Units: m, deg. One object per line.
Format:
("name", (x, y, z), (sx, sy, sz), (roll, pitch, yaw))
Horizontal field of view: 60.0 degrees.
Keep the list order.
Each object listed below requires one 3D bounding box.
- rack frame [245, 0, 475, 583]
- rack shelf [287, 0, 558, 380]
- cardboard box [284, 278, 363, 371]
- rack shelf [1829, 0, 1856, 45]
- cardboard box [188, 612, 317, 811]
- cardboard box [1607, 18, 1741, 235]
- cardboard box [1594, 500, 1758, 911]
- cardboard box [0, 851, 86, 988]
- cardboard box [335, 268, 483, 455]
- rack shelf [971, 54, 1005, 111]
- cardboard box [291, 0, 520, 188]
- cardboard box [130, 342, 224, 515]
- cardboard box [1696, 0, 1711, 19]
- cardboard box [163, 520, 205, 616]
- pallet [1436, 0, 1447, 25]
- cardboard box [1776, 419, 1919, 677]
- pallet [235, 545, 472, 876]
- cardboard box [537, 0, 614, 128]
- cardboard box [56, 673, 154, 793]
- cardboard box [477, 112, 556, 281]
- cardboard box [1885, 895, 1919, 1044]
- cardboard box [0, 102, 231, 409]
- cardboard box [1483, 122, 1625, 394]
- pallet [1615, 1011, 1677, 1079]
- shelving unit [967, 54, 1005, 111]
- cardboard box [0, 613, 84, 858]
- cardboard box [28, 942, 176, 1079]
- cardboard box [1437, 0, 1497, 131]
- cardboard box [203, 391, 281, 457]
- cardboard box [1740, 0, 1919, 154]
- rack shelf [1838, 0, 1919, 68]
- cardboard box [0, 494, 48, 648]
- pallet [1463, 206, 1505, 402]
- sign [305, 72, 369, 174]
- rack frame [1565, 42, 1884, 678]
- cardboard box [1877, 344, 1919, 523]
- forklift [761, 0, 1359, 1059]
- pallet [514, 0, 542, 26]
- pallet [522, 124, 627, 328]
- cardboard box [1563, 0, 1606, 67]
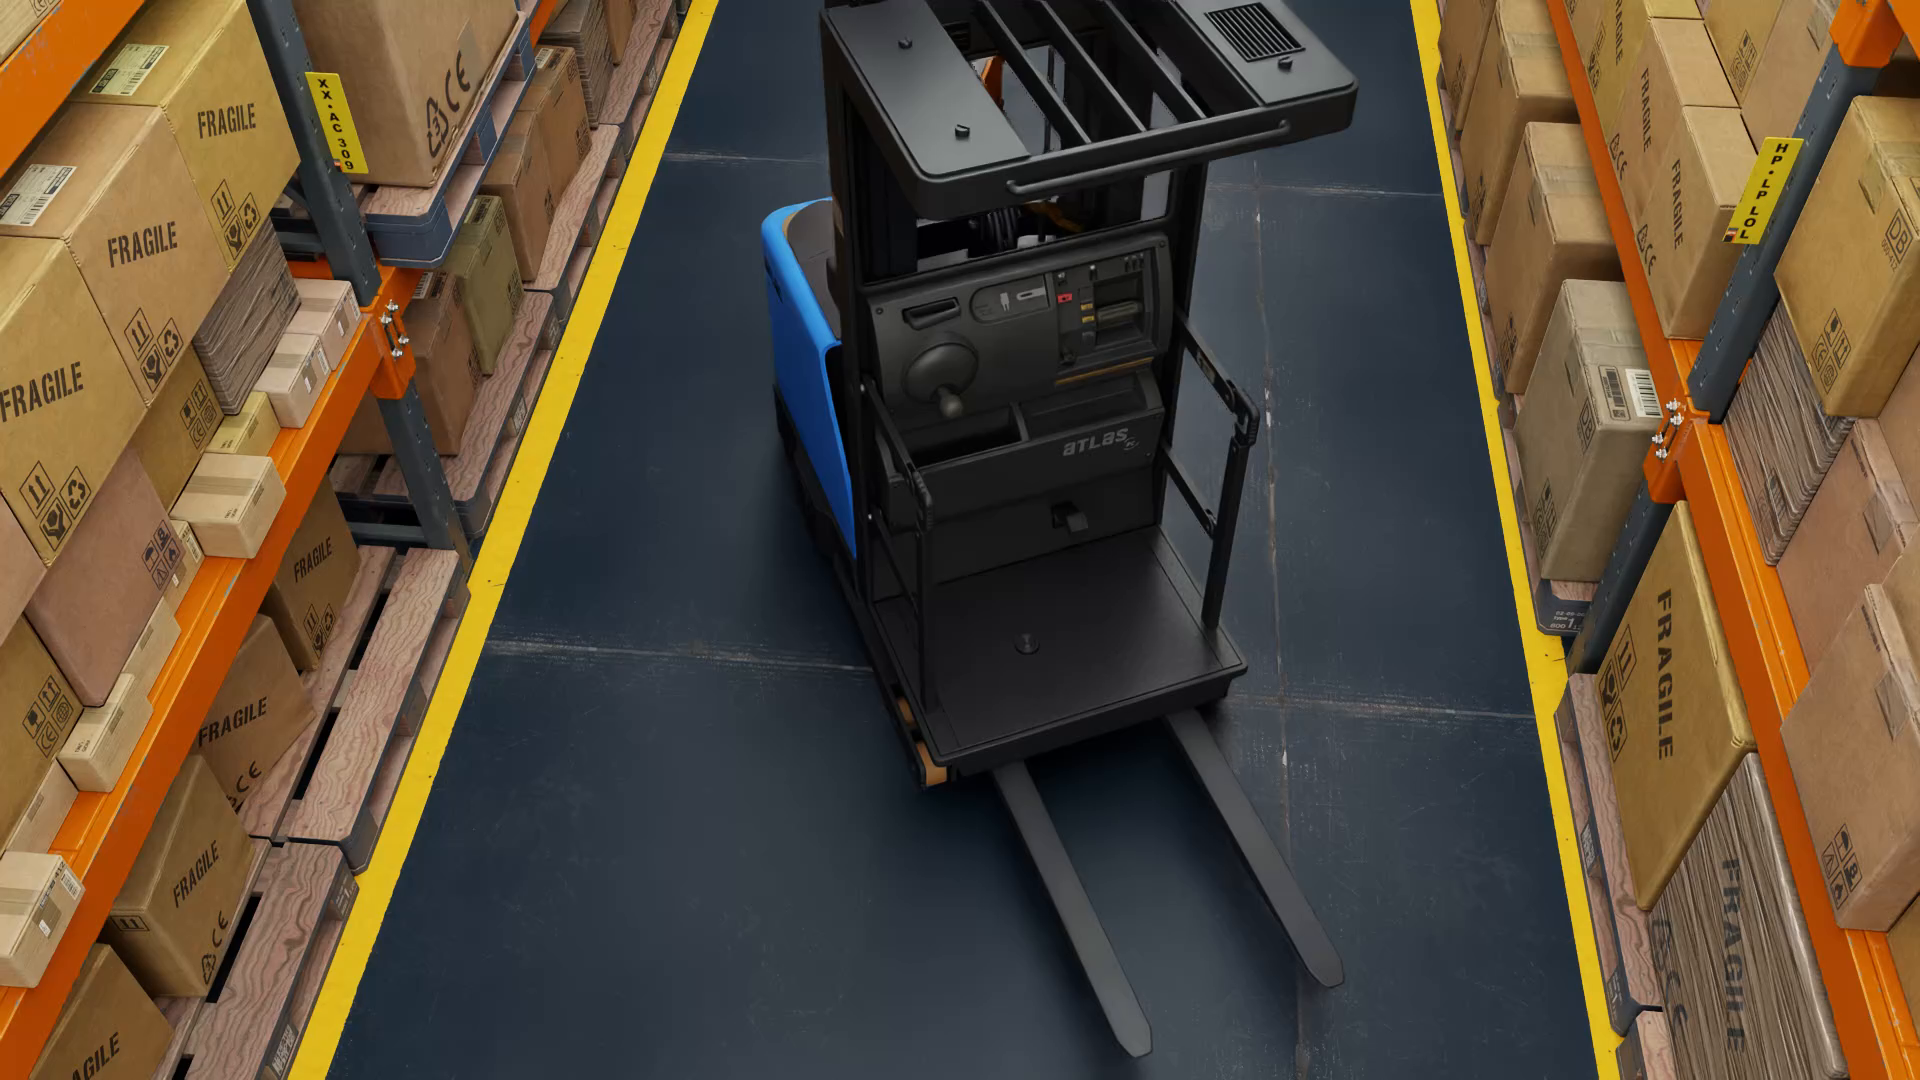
("rack frame", (-2.306, -0.916, 5.055), (1.000, 3.000, 0.127), (4, 48, 4))
("rack shelf", (-2.124, -2.143, 6.665), (1.077, 0.370, 4.000), (4, 48, 4))
("cardboard box", (-2.033, -0.654, 4.985), (0.380, 0.149, 0.250), (4, 48, 4))
("rack shelf", (2.806, -2.748, 5.185), (1.077, 0.370, 4.000), (4, 48, 4))
("cardboard box", (-2.427, 0.498, 5.171), (0.500, 0.500, 0.500), (18, 50, 16))
("cardboard box", (2.451, -1.315, 5.352), (0.500, 0.500, 0.500), (3, 48, 3))
("cardboard box", (2.497, 0.524, 4.893), (0.875, 0.875, 0.875), (5, 48, 4))
("cardboard box", (-2.174, 0.819, 3.639), (0.380, 0.149, 0.250), (4, 48, 4))
("cardboard box", (-2.229, -0.671, 6.227), (0.700, 0.500, 0.500), (1, 48, 1))
("rack shelf", (-0.098, -1.601, 6.310), (0.431, 0.518, 0.480), (11, 48, 10))
("cardboard box", (-2.094, -1.835, 5.204), (1.000, 1.000, 1.000), (4, 48, 4))
("cardboard box", (-2.489, -0.359, 4.276), (0.875, 0.500, 0.500), (4, 48, 4))
("cardboard box", (2.755, -1.994, 5.296), (0.700, 0.500, 0.500), (4, 48, 4))
("cardboard box", (-2.214, 0.075, 4.319), (0.380, 0.149, 0.250), (4, 48, 4))
("pallet", (3.061, -3.081, 8.925), (1.003, 0.211, 1.213), (4, 48, 4))
("cardboard box", (2.575, 0.119, 4.007), (0.875, 0.550, 0.550), (4, 48, 4))
("pallet", (-2.332, 0.521, 5.631), (1.003, 0.211, 1.213), (4, 48, 4))
("cardboard box", (-2.021, -2.258, 7.678), (0.700, 0.500, 0.500), (0, 48, 0))
("cardboard box", (-2.184, 0.448, 3.978), (0.380, 0.149, 0.250), (4, 48, 4))
("cardboard box", (-2.116, -1.431, 6.922), (0.700, 0.500, 0.500), (0, 48, 0))
("cardboard box", (2.460, 0.904, 3.289), (0.875, 0.550, 0.500), (4, 48, 4))
("cardboard box", (-2.117, -0.671, 3.884), (0.500, 0.500, 0.500), (4, 48, 4))
("cardboard box", (2.683, -1.062, 6.428), (1.050, 0.750, 0.750), (4, 48, 4))
("pallet", (2.368, 1.885, 4.383), (1.003, 0.211, 1.213), (4, 48, 4))
("shelving unit", (-0.098, -1.610, 6.300), (0.431, 2.100, 0.503), (11, 48, 10))
("cardboard box", (-2.521, 0.380, 3.600), (0.875, 0.500, 0.500), (4, 48, 4))
("cardboard box", (-2.501, 1.367, 4.376), (0.500, 0.500, 0.500), (8, 48, 7))
("cardboard box", (2.843, -2.389, 7.642), (1.050, 0.750, 0.750), (3, 48, 3))
("cardboard box", (-2.148, -0.291, 4.654), (0.380, 0.149, 0.250), (4, 48, 4))
("cardboard box", (2.663, -1.245, 4.610), (0.700, 0.500, 0.500), (3, 48, 3))
("rack shelf", (2.442, 0.192, 2.497), (1.077, 0.370, 4.000), (4, 48, 4))
("cardboard box", (-2.213, 0.063, 3.212), (0.500, 0.500, 0.500), (4, 48, 4))
("pallet", (2.728, -1.038, 7.057), (1.003, 0.211, 1.213), (4, 48, 4))
("sign", (-1.765, -1.178, 4.708), (0.100, 0.325, 0.005), (4, 48, 4))
("rack frame", (2.624, -0.508, 4.682), (1.000, 3.000, 0.127), (4, 48, 4))
("cardboard box", (2.622, -0.243, 3.606), (0.875, 0.550, 0.550), (4, 48, 4))
("forklift", (0.269, -0.528, 4.747), (1.130, 2.935, 3.031), (-15, 49, -14))
("pallet", (-2.081, -2.333, 6.481), (1.003, 0.211, 1.213), (4, 48, 4))
("pallet", (-2.128, -1.446, 7.430), (1.003, 0.211, 1.213), (4, 48, 4))
("cardboard box", (2.541, -2.059, 6.033), (0.500, 0.500, 0.500), (3, 48, 3))
